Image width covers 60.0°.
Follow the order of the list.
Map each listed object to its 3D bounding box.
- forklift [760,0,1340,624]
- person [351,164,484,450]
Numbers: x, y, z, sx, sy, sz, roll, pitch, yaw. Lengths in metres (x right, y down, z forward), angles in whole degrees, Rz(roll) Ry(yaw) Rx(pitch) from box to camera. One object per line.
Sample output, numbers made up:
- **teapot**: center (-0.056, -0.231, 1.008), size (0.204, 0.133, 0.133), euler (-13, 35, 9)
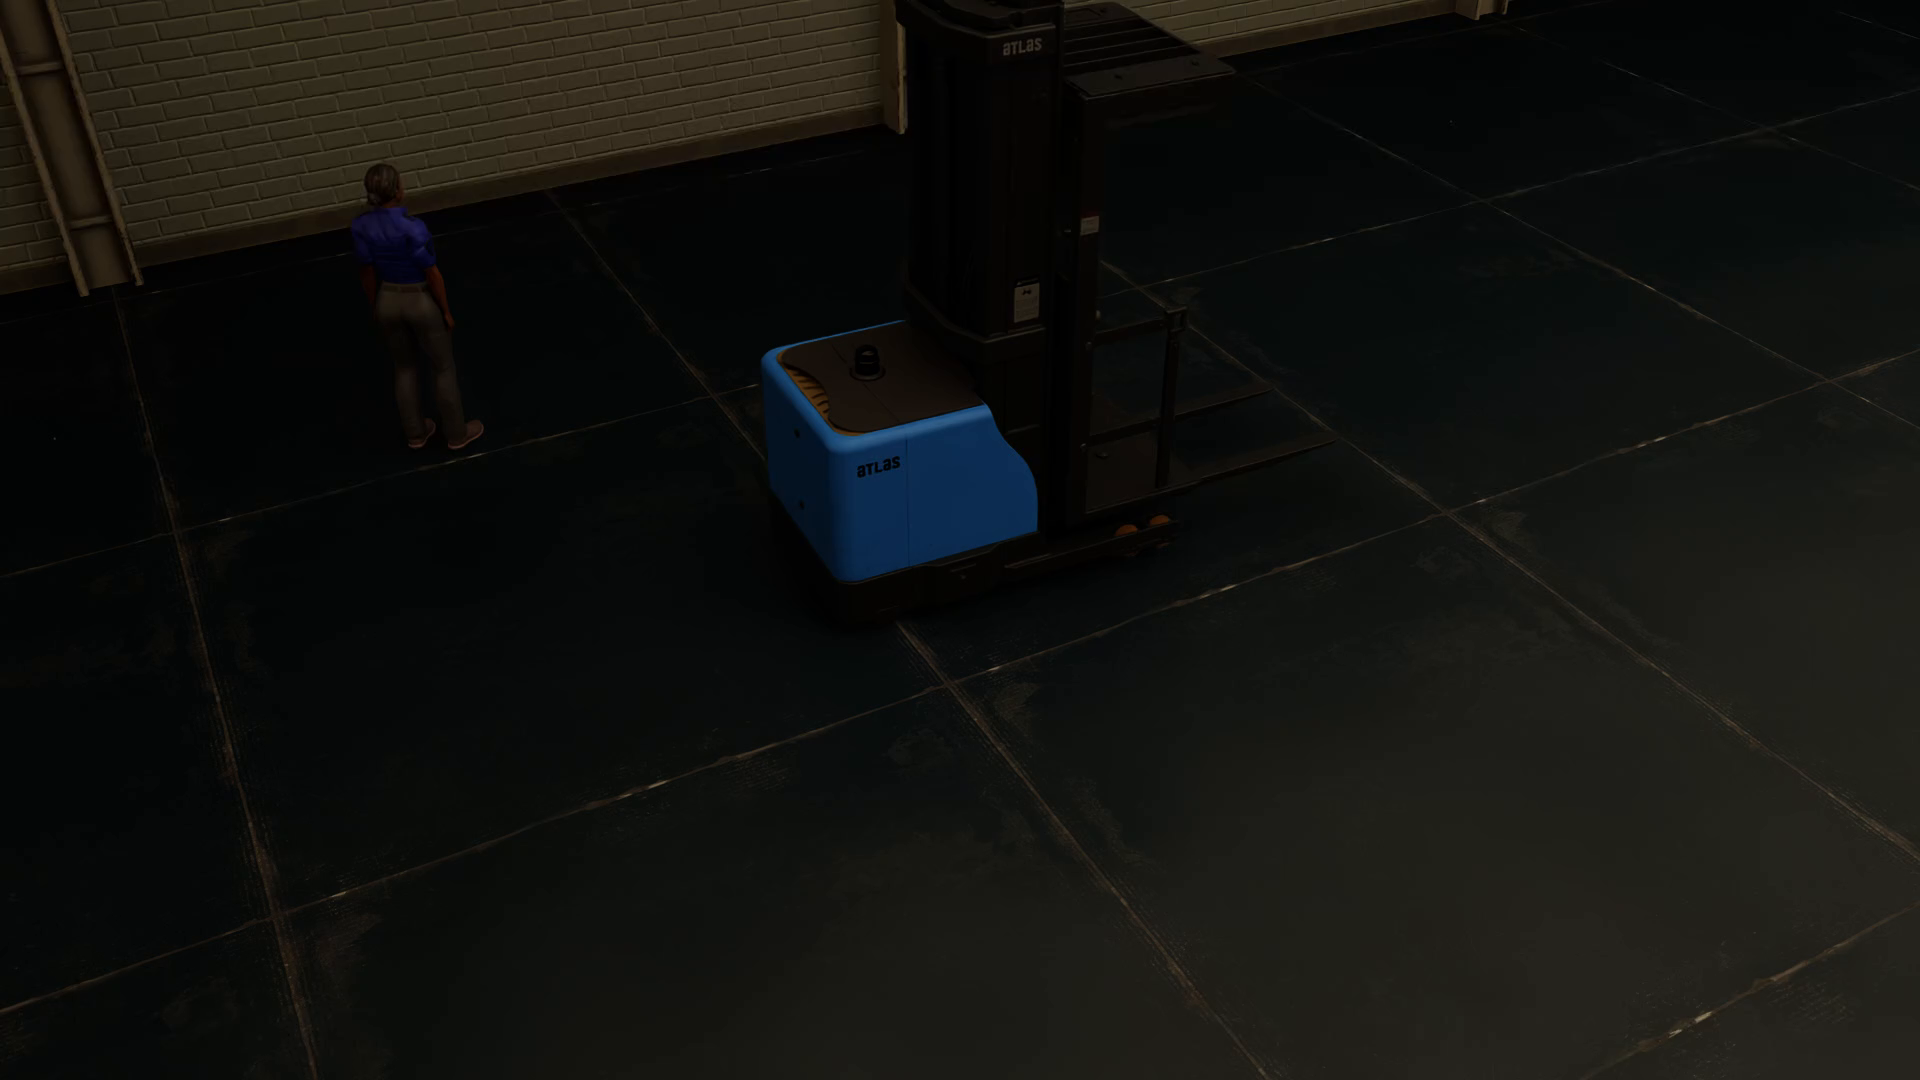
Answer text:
- **forklift**: center (0.566, -1.367, 8.057), size (3.031, 2.935, 1.130), euler (-16, 38, -21)
- **person**: center (-2.961, -1.255, 9.003), size (0.457, 1.662, 0.329), euler (5, 36, 7)
